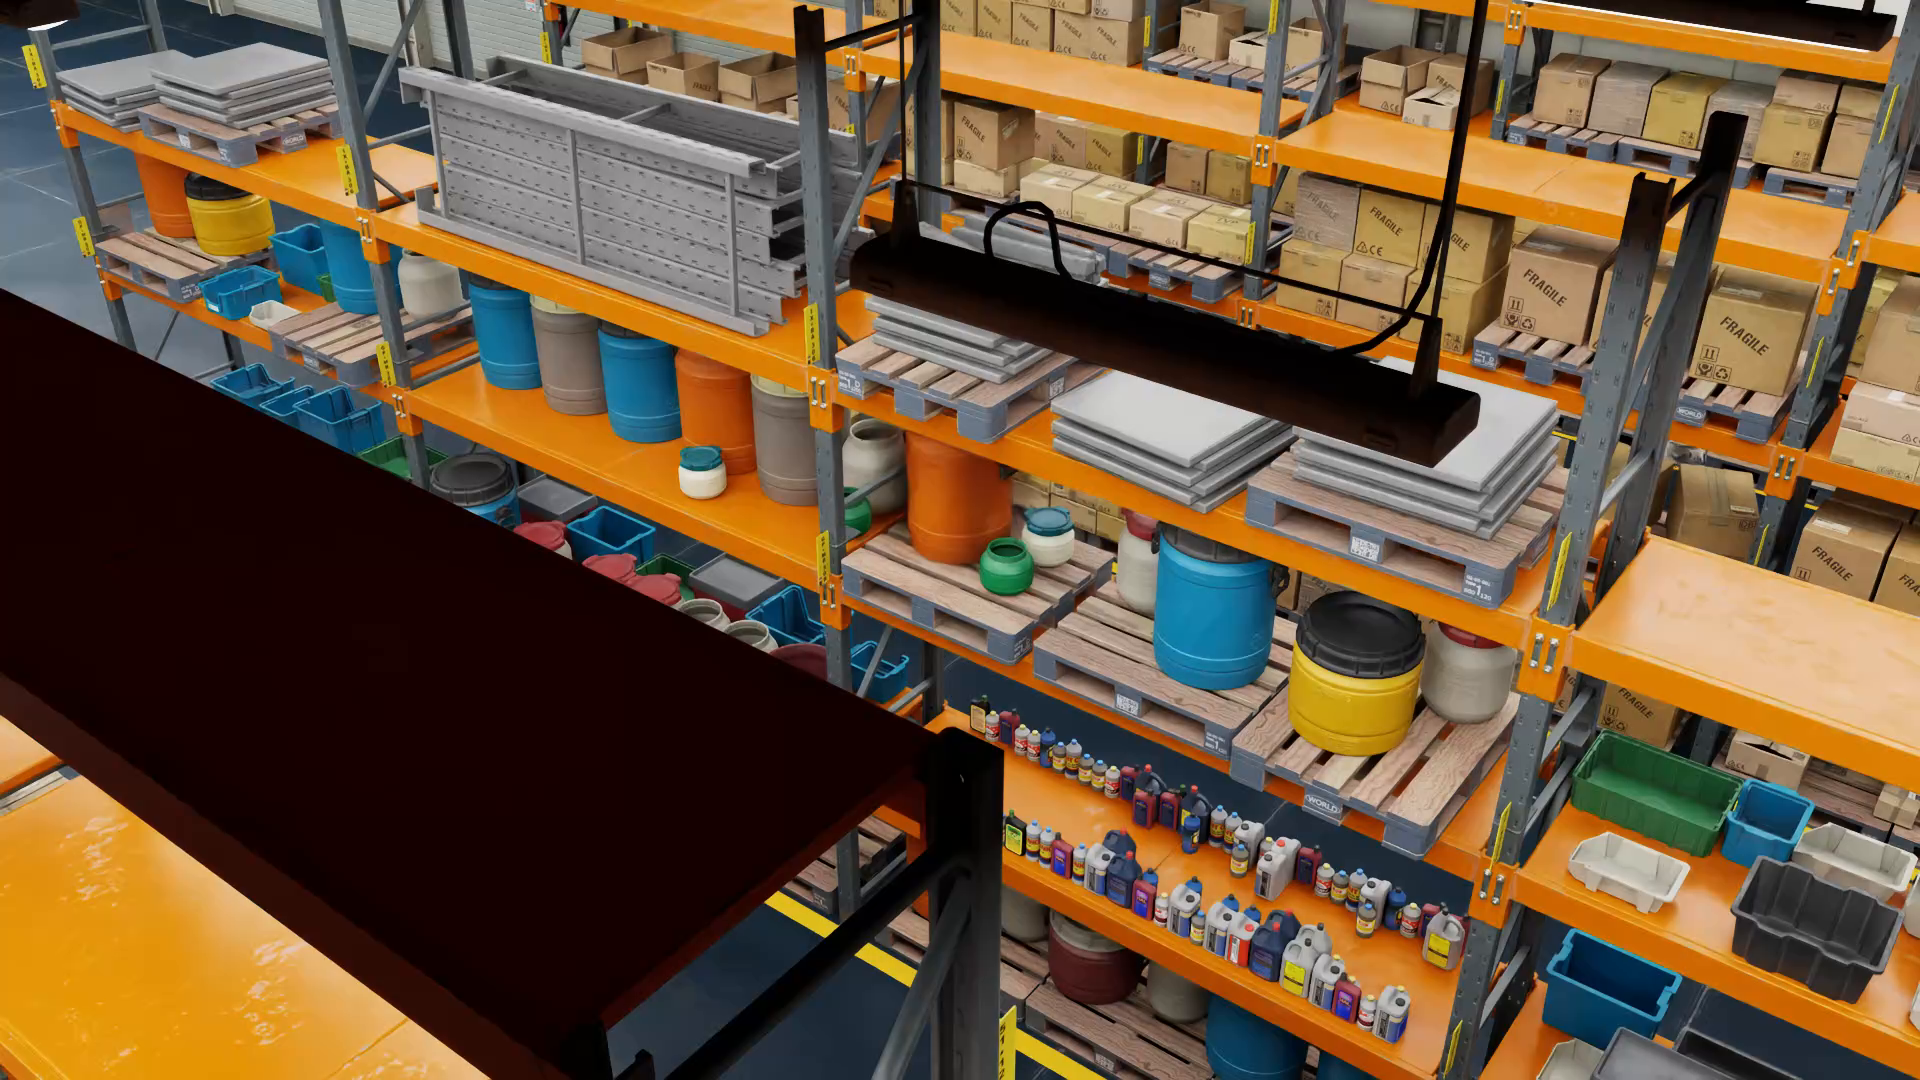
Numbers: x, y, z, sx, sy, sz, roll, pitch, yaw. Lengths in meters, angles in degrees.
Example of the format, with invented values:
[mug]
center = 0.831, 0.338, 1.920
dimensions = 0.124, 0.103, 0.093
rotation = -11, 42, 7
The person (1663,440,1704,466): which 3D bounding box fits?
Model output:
[person]
center = 6.520, -0.961, 15.149
dimensions = 1.060, 1.742, 0.486
rotation = 15, 34, 23
